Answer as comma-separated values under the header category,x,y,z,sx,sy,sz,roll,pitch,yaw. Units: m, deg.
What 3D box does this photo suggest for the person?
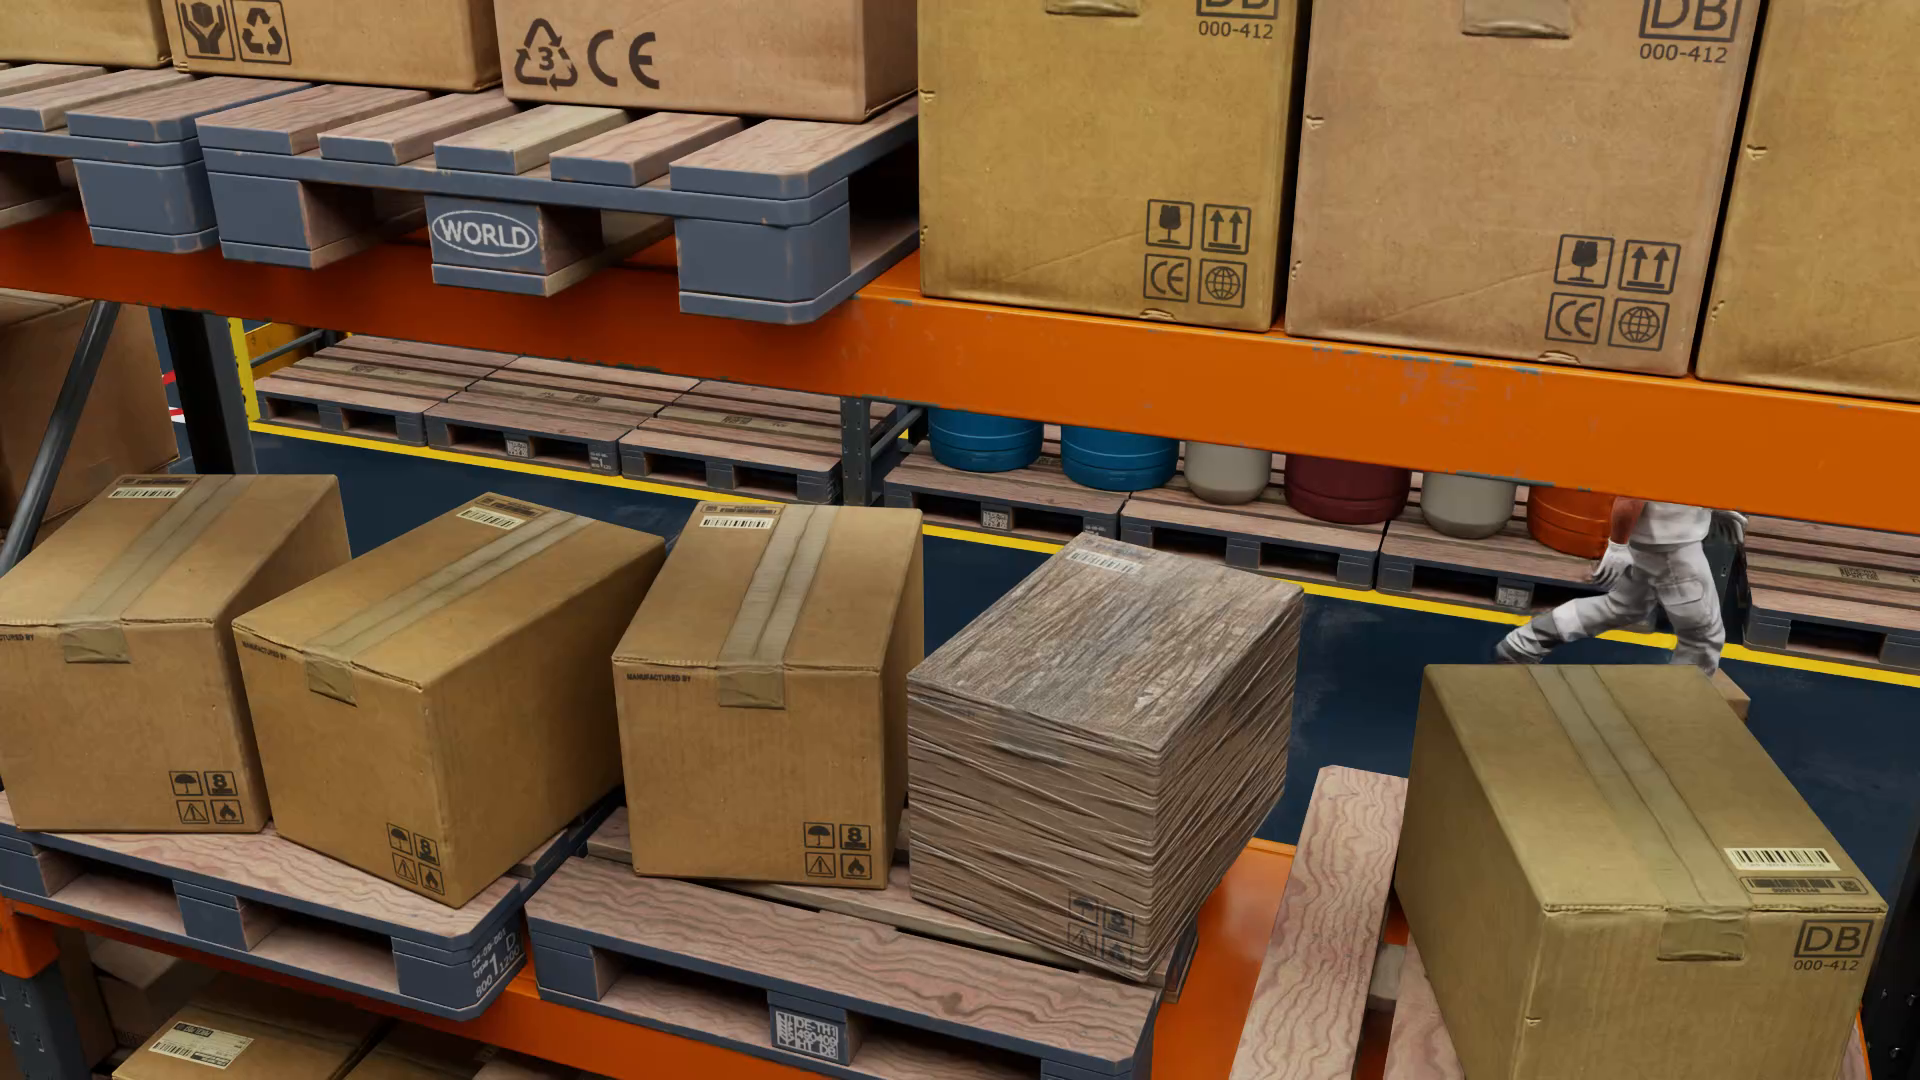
category,x,y,z,sx,sy,sz,roll,pitch,yaw
person,2.579,-0.049,6.171,1.010,1.750,0.567,13,28,25
